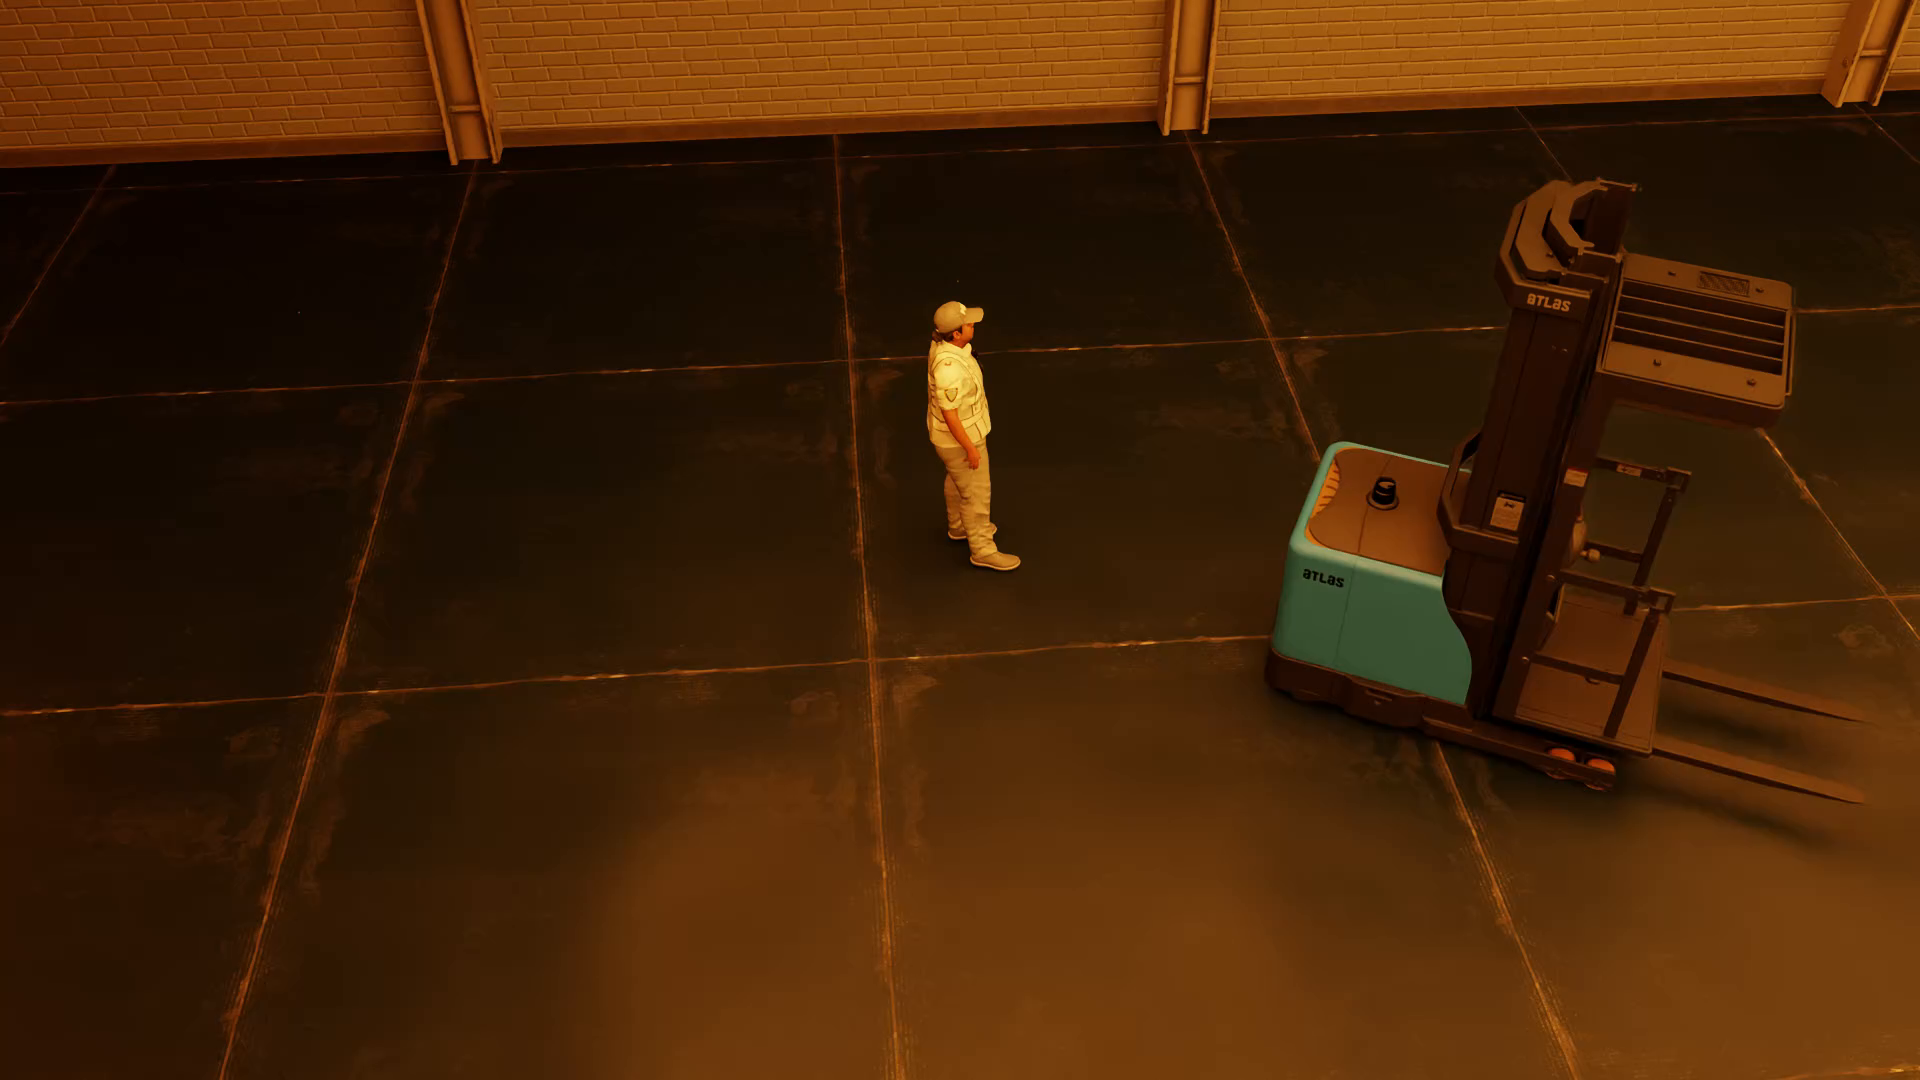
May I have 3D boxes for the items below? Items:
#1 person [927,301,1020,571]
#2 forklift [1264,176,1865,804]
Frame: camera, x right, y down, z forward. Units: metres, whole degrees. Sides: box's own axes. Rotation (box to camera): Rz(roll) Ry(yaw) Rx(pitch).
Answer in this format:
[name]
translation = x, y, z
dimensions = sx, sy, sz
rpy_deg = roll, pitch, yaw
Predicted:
[person]
translation = 0.078, -0.628, 9.634
dimensions = 0.529, 1.670, 0.598
rpy_deg = -3, 41, -4
[forklift]
translation = 3.252, -0.206, 8.179
dimensions = 3.031, 2.935, 1.130
rpy_deg = 15, 43, 17
